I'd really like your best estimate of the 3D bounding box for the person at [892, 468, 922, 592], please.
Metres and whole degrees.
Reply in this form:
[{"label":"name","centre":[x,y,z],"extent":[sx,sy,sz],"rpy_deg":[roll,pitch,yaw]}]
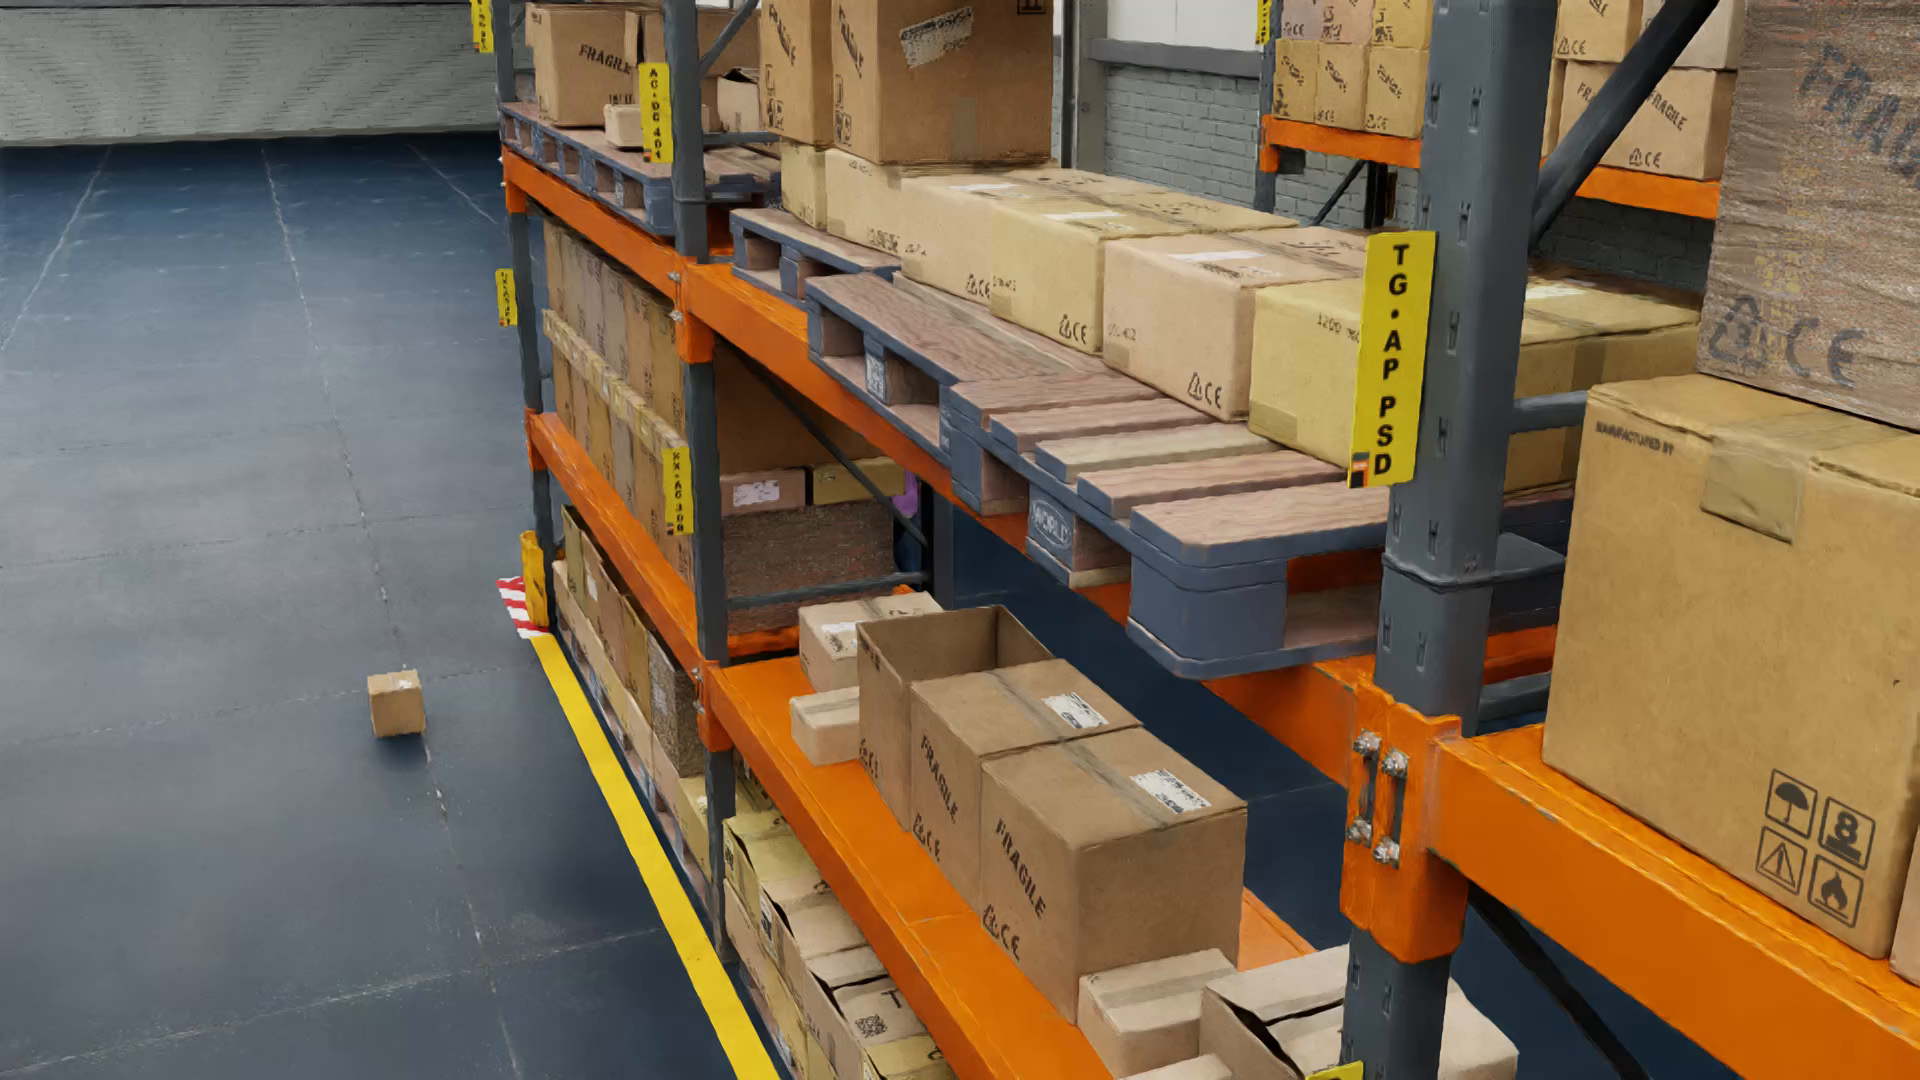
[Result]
[{"label":"person","centre":[-0.441,-0.156,9.705],"extent":[0.585,1.481,0.441],"rpy_deg":[-10,21,-26]}]
